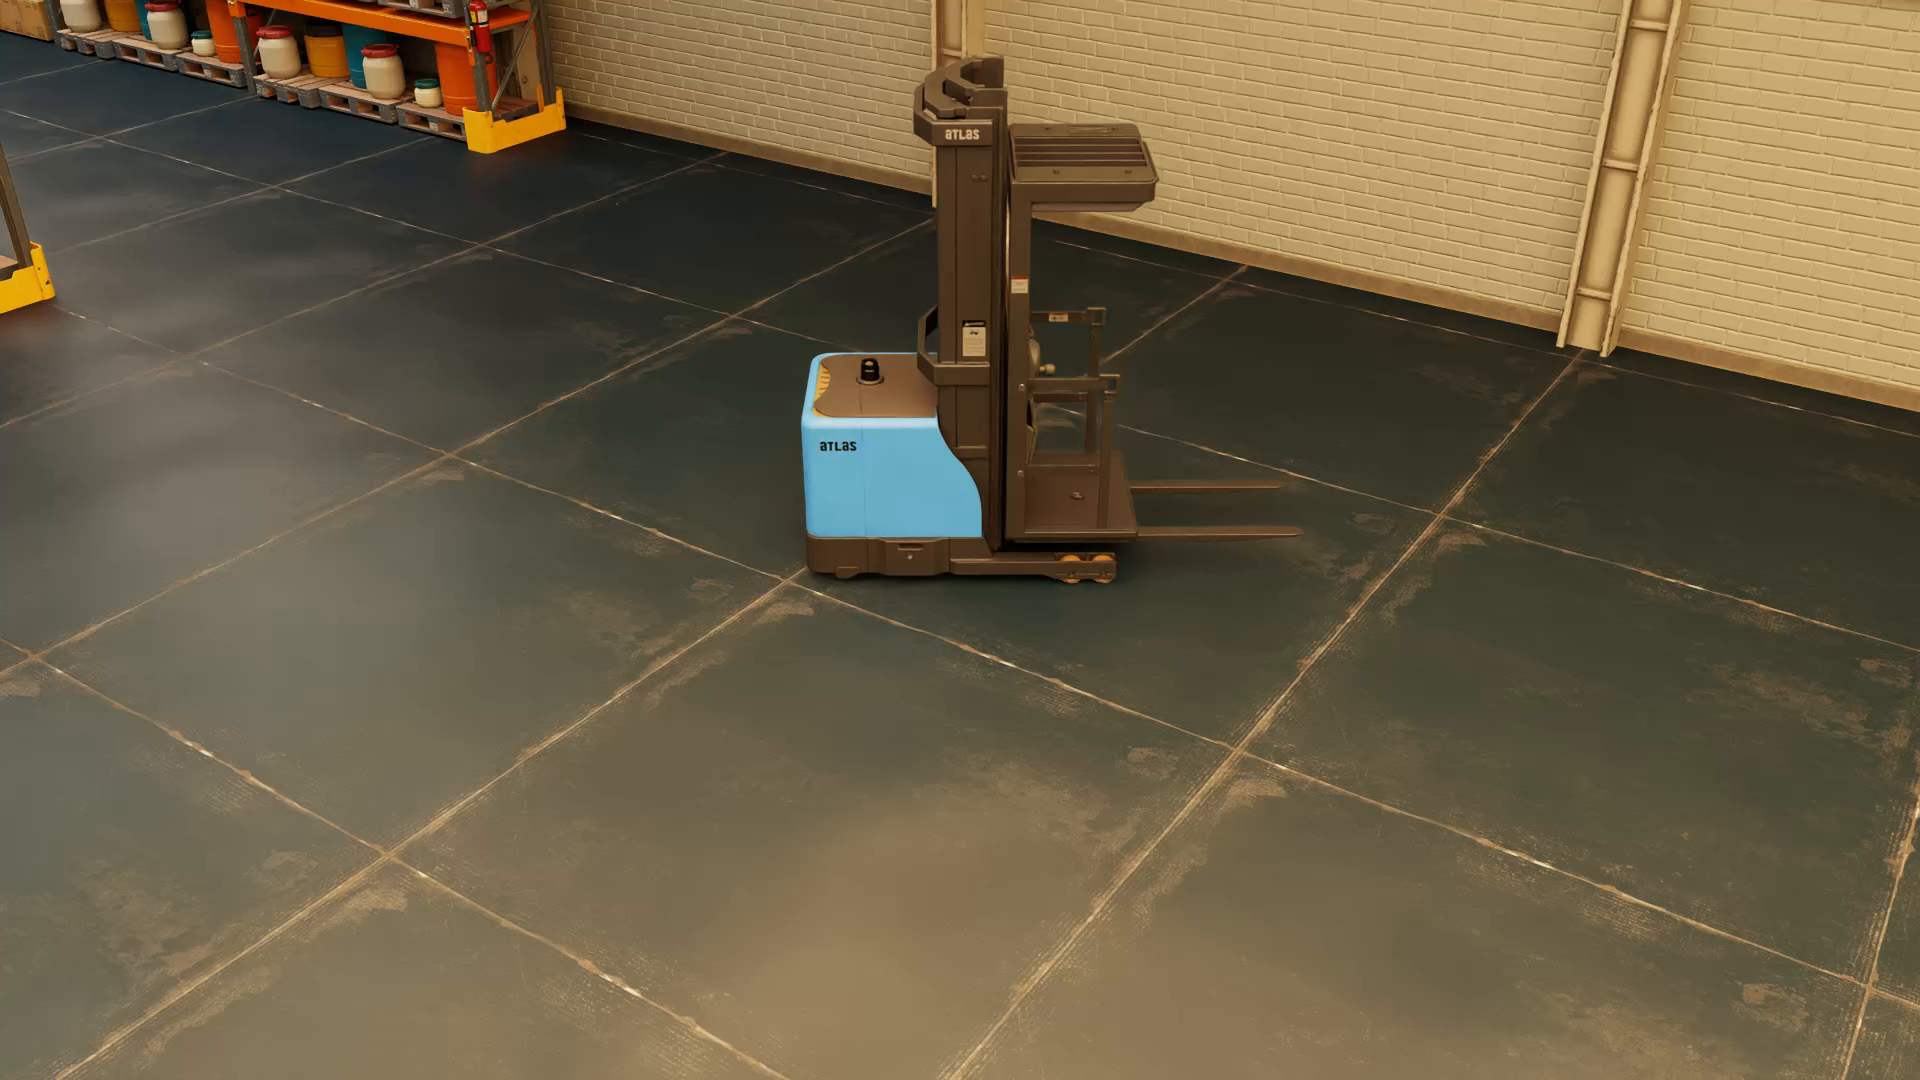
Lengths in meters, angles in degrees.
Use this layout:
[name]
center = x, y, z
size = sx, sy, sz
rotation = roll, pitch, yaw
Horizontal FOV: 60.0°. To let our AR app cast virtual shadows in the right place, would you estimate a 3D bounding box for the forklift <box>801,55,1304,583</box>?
[forklift]
center = 0.579, -1.275, 9.777
size = 3.031, 2.935, 1.130
rotation = 0, 30, 0
